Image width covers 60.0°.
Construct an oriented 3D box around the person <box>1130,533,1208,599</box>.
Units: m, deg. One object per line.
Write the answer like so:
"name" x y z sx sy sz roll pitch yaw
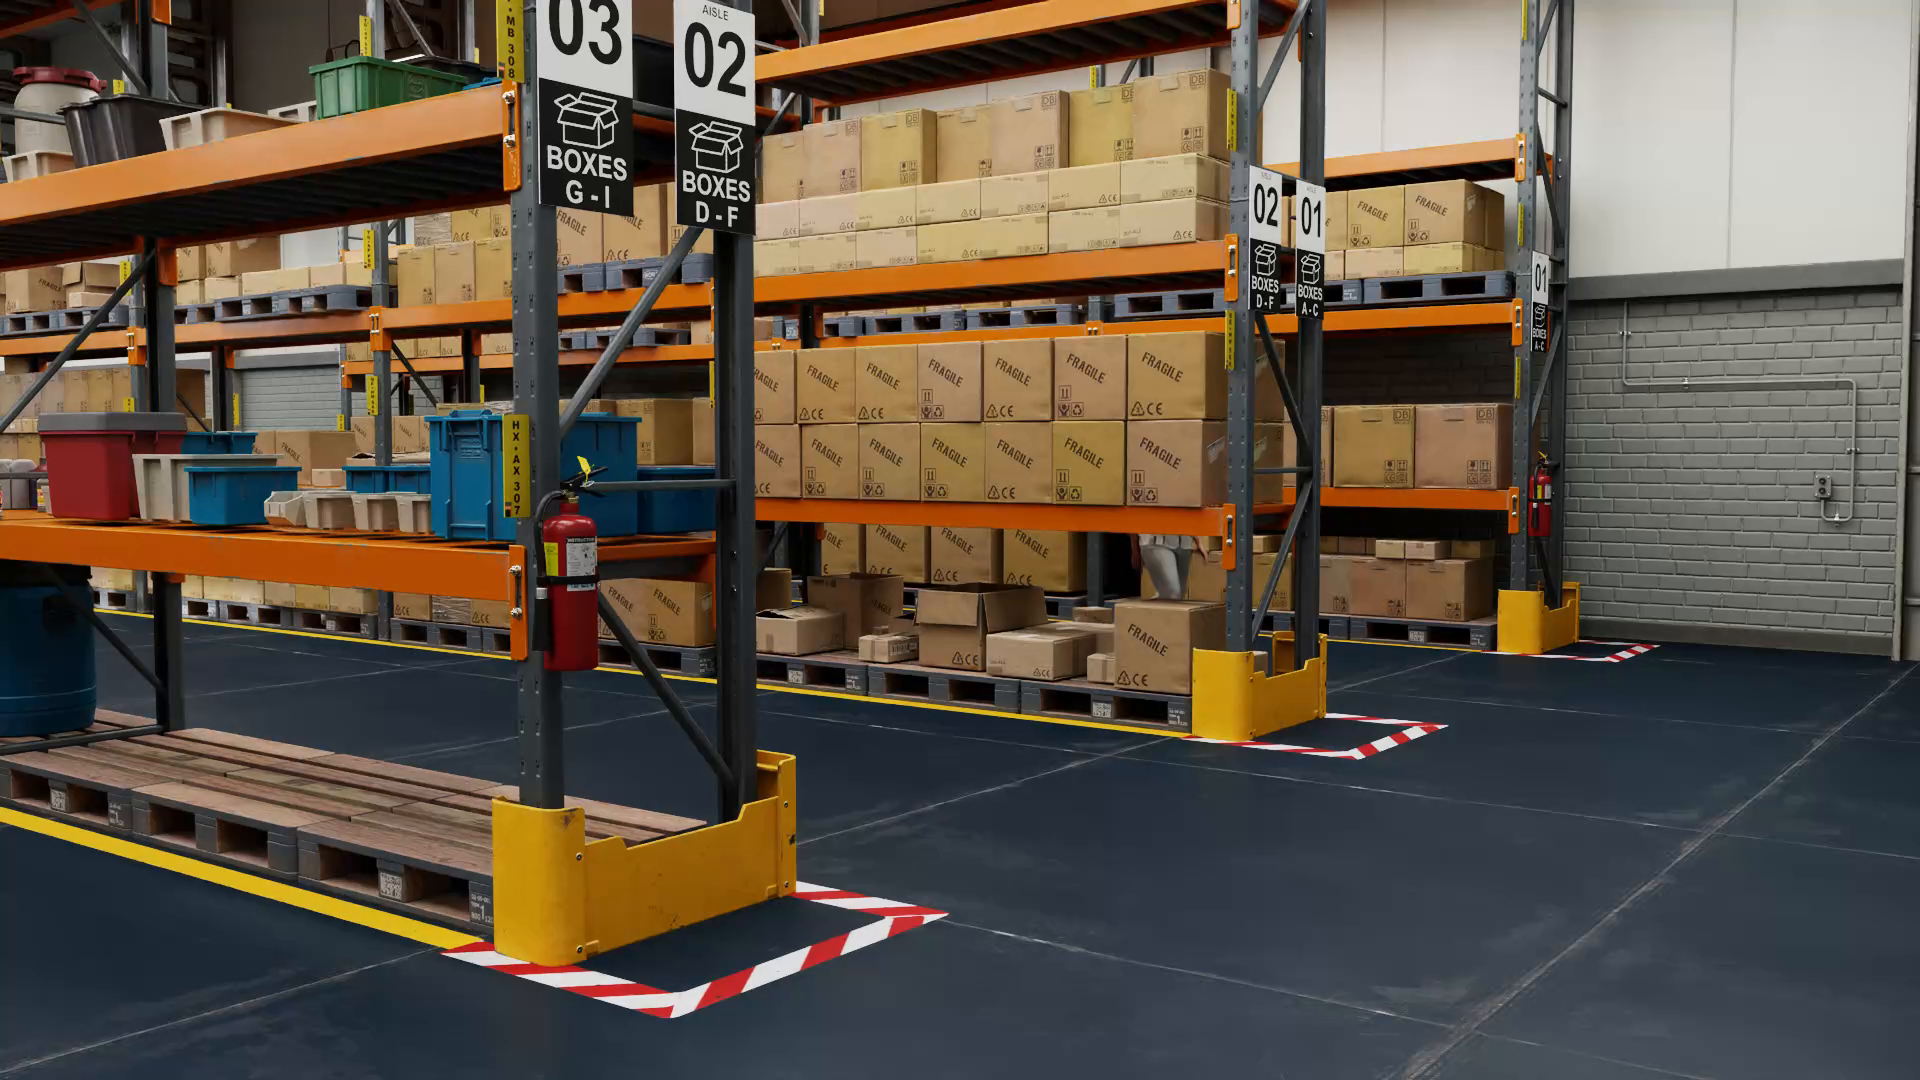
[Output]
"person" 1.608 0.032 12.993 0.523 1.724 1.010 -2 4 -29
